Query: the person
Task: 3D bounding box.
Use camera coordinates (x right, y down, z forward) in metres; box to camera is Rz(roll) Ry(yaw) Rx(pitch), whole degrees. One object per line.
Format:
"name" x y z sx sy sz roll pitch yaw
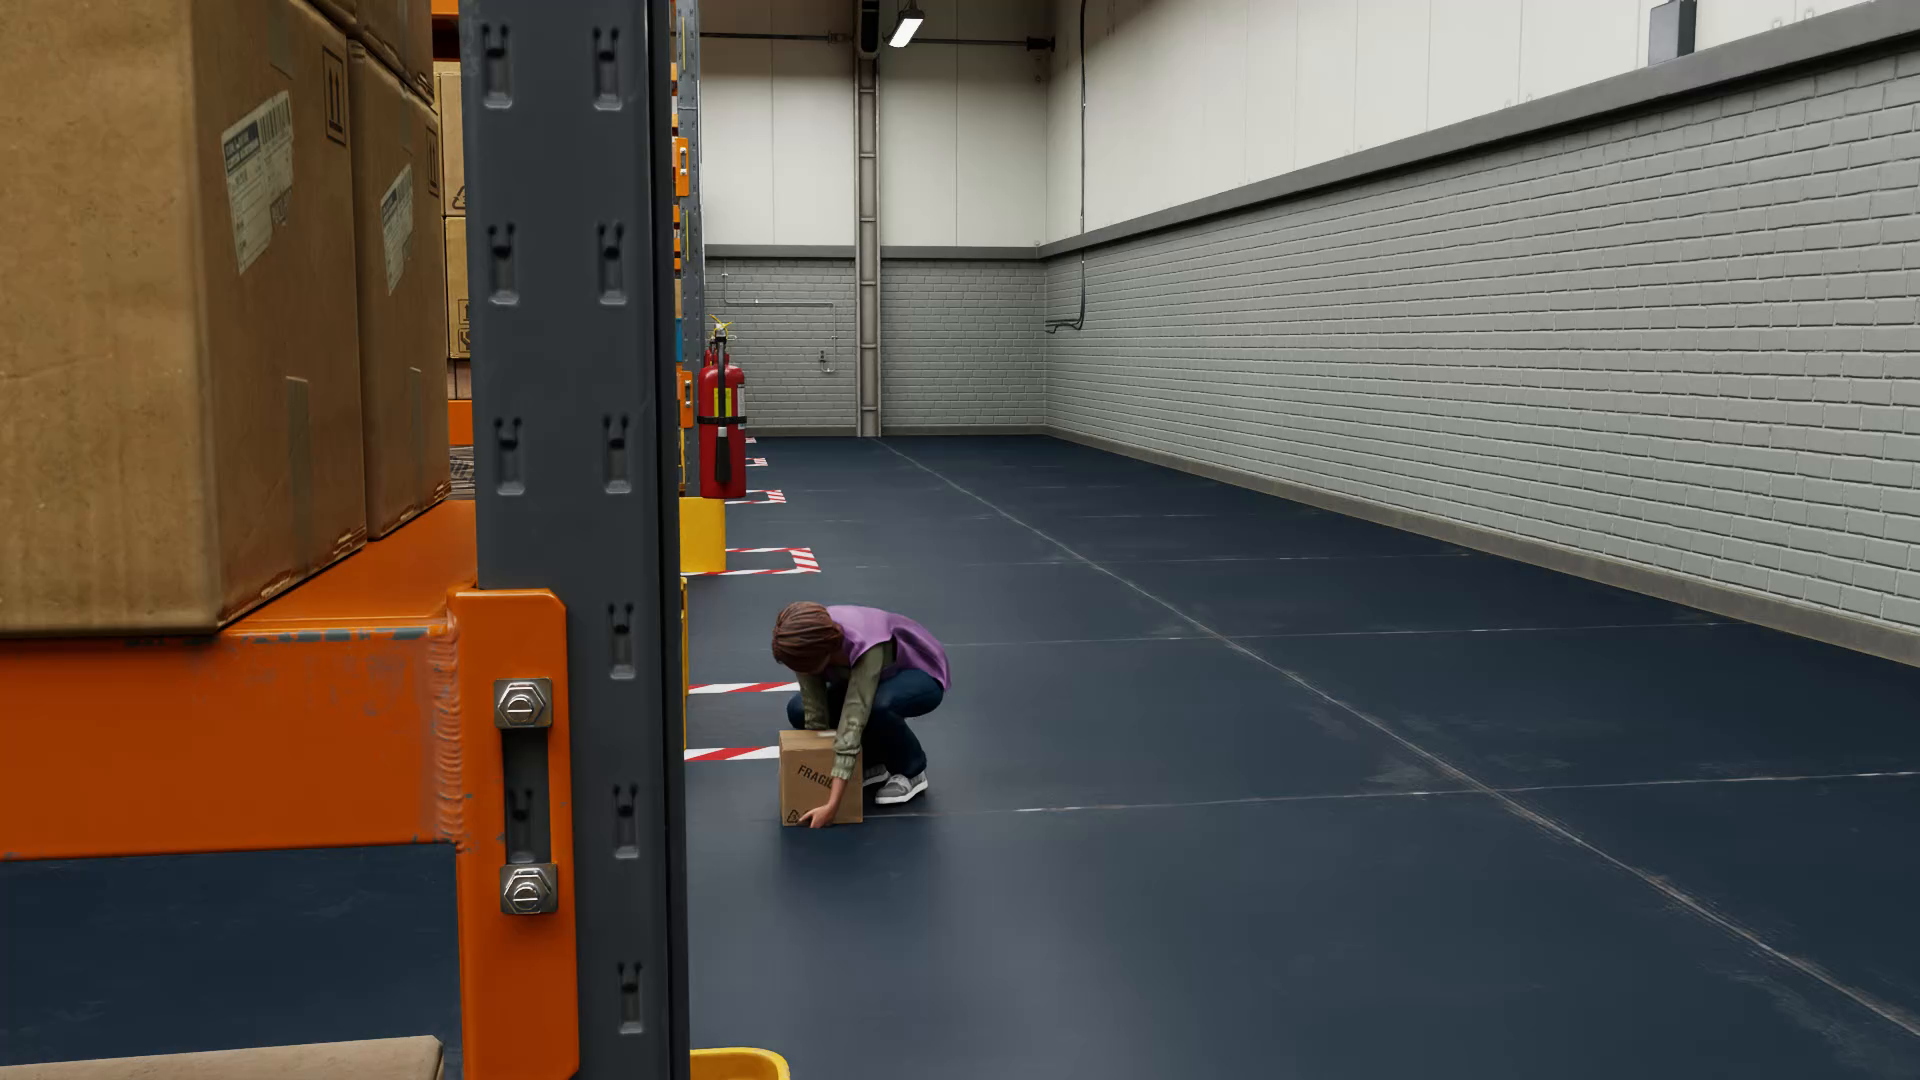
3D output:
"person" -0.341 0.552 5.461 0.432 0.773 0.830 5 8 37
